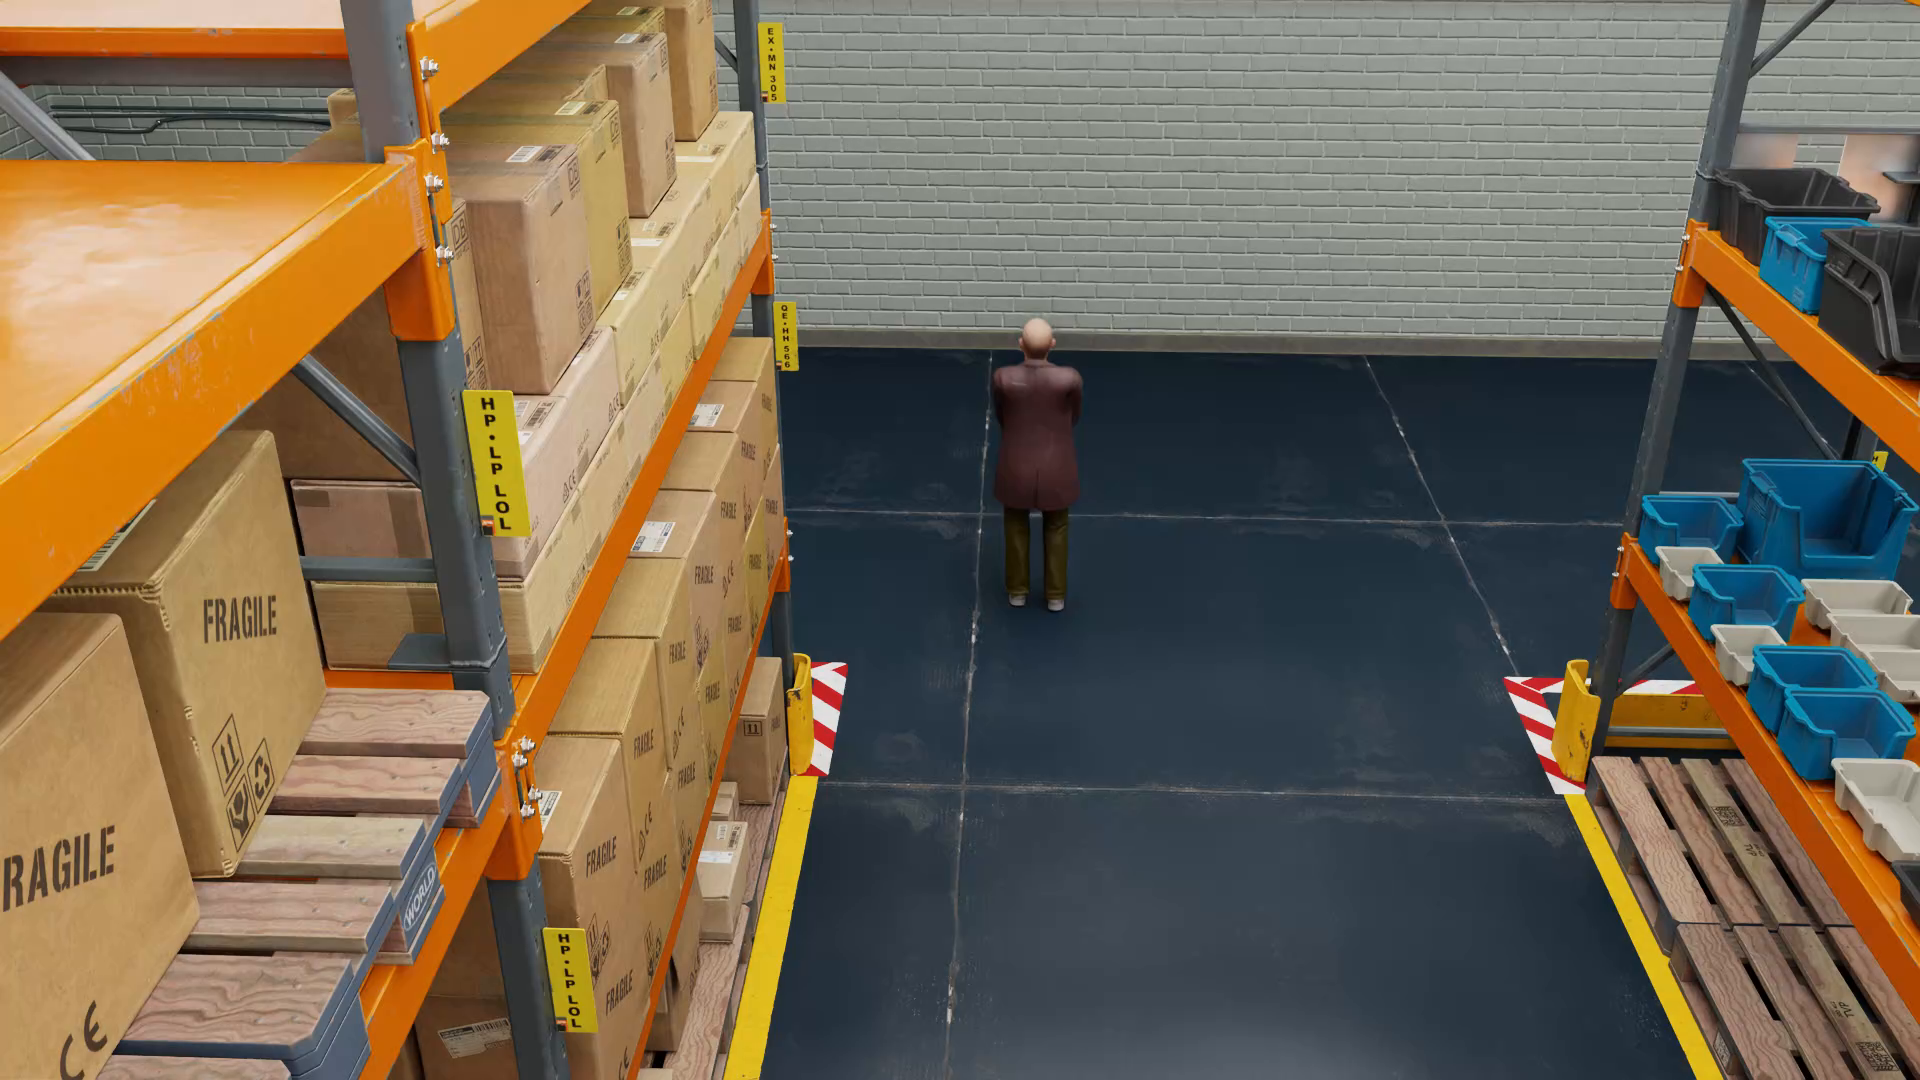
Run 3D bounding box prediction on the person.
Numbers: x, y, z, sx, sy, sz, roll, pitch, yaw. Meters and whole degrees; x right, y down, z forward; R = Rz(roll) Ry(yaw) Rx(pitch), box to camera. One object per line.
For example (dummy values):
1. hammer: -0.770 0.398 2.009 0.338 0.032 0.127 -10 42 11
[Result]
1. person: 0.435 -0.475 9.550 0.526 1.778 0.543 1 28 2
